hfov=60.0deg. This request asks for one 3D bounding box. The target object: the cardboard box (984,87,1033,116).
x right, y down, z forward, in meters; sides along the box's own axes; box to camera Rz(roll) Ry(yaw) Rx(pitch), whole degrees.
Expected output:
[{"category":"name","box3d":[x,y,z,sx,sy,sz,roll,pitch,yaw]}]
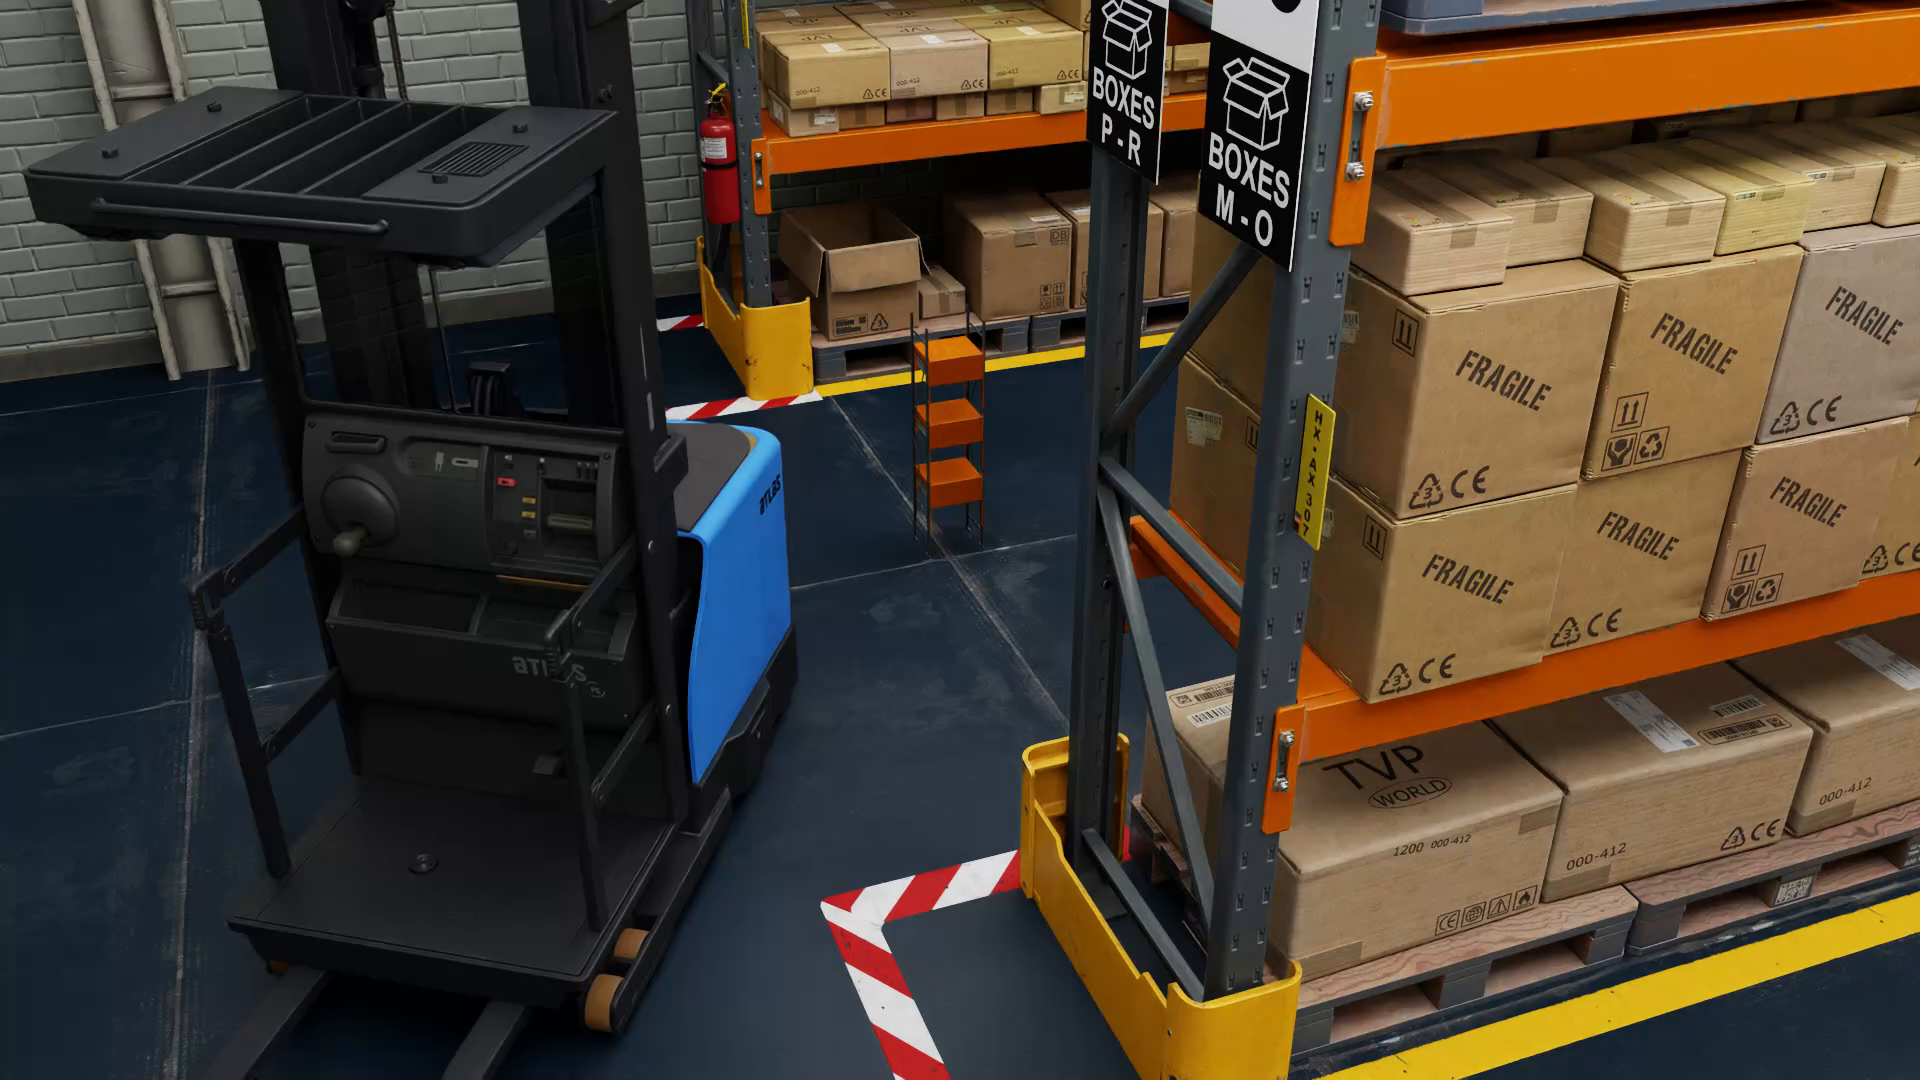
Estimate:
[{"category":"cardboard box","box3d":[0.191,-2.302,8.514,0.250,0.149,0.380,-10,31,-17]}]

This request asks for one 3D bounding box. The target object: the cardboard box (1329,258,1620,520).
[{"category":"cardboard box","box3d":[1.109,-0.418,3.842,0.500,0.500,0.500,-11,32,-19]}]

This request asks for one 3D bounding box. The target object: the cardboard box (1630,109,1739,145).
[{"category":"cardboard box","box3d":[1.788,-1.079,4.347,0.250,0.149,0.380,-11,31,-18]}]

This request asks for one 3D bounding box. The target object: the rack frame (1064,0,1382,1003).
[{"category":"rack frame","box3d":[0.560,0.011,4.201,0.127,3.000,1.000,-10,31,-18]}]

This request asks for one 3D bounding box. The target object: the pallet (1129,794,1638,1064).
[{"category":"pallet","box3d":[1.282,1.048,5.197,1.213,0.211,1.003,-10,31,-18]}]

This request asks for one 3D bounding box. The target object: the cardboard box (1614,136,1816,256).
[{"category":"cardboard box","box3d":[1.734,-0.805,3.867,0.250,0.149,0.380,-11,32,-19]}]

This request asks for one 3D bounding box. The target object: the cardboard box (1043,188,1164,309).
[{"category":"cardboard box","box3d":[0.777,-1.624,9.171,0.500,0.500,0.500,-10,31,-17]}]

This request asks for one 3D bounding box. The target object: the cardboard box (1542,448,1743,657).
[{"category":"cardboard box","box3d":[1.574,-0.082,4.264,0.500,0.500,0.500,-11,31,-18]}]

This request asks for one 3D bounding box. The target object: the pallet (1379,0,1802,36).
[{"category":"pallet","box3d":[1.251,-1.387,3.713,1.213,0.211,1.003,-10,31,-18]}]

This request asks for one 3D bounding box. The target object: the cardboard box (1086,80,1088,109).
[{"category":"cardboard box","box3d":[0.693,-2.366,8.626,0.250,0.149,0.380,-10,31,-16]}]

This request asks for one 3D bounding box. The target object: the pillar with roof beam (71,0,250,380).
[{"category":"pillar with roof beam","box3d":[-2.515,-2.853,3.168,0.400,9.000,9.100,-10,31,-18]}]

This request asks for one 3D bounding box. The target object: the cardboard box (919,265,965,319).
[{"category":"cardboard box","box3d":[-0.157,-1.352,9.049,0.250,0.149,0.380,-12,32,-20]}]

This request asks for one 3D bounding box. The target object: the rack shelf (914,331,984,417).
[{"category":"rack shelf","box3d":[-0.050,-0.684,6.839,0.240,0.259,0.215,-10,31,-18]}]

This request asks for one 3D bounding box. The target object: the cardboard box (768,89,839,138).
[{"category":"cardboard box","box3d":[-0.771,-2.112,8.180,0.250,0.149,0.380,-11,31,-18]}]

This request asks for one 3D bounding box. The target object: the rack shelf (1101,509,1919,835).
[{"category":"rack shelf","box3d":[2.434,-0.022,4.985,4.000,0.370,1.077,-10,31,-18]}]

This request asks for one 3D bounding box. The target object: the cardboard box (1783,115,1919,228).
[{"category":"cardboard box","box3d":[2.210,-0.899,4.031,0.250,0.149,0.380,-10,31,-17]}]

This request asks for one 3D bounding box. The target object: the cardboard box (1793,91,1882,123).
[{"category":"cardboard box","box3d":[2.255,-1.186,4.535,0.250,0.149,0.380,-9,31,-16]}]

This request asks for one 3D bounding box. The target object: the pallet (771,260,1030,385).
[{"category":"pallet","box3d":[-0.357,-1.231,9.197,1.213,0.211,1.003,-10,31,-18]}]

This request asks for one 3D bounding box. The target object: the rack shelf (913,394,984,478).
[{"category":"rack shelf","box3d":[-0.050,-0.438,6.979,0.240,0.259,0.215,-10,31,-18]}]

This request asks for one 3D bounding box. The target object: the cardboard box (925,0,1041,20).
[{"category":"cardboard box","box3d":[0.113,-2.730,8.862,0.500,0.250,0.500,-9,31,-16]}]

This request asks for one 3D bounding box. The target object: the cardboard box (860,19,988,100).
[{"category":"cardboard box","box3d":[-0.183,-2.396,8.276,0.500,0.250,0.500,-10,31,-17]}]

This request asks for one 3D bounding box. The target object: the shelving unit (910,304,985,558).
[{"category":"shelving unit","box3d":[-0.050,-0.447,6.974,0.252,1.050,0.215,-10,31,-18]}]

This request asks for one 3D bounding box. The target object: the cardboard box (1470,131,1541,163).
[{"category":"cardboard box","box3d":[1.268,-1.042,4.283,0.250,0.149,0.380,-11,31,-18]}]

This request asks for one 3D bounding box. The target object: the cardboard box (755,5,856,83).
[{"category":"cardboard box","box3d":[-0.836,-2.558,8.561,0.500,0.250,0.500,-10,31,-16]}]

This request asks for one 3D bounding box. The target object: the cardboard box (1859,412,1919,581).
[{"category":"cardboard box","box3d":[2.521,-0.256,4.568,0.500,0.500,0.500,-9,31,-16]}]

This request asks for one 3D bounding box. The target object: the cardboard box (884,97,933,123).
[{"category":"cardboard box","box3d":[-0.315,-2.239,8.403,0.250,0.149,0.380,-11,31,-18]}]

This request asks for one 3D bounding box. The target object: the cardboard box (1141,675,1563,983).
[{"category":"cardboard box","box3d":[1.143,0.781,5.012,0.875,0.438,0.875,-12,32,-19]}]

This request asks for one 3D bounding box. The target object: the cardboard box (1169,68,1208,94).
[{"category":"cardboard box","box3d":[1.126,-2.507,8.874,0.250,0.149,0.380,-10,31,-17]}]

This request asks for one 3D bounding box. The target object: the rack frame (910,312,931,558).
[{"category":"rack frame","box3d":[-0.164,-0.426,6.937,0.008,1.050,0.200,-10,31,-18]}]

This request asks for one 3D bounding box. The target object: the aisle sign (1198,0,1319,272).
[{"category":"aisle sign","box3d":[0.593,-0.972,3.299,0.004,0.787,0.394,-10,31,-18]}]

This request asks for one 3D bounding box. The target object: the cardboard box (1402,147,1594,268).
[{"category":"cardboard box","box3d":[1.210,-0.760,3.787,0.250,0.149,0.380,-10,31,-16]}]

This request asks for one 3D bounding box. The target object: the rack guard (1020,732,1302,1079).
[{"category":"rack guard","box3d":[0.537,1.101,4.812,0.348,0.500,1.175,-10,31,-18]}]

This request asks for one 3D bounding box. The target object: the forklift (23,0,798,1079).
[{"category":"forklift","box3d":[-1.430,-0.068,4.408,1.130,2.935,3.031,6,30,11]}]

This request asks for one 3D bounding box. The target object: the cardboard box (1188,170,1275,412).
[{"category":"cardboard box","box3d":[0.928,-0.661,4.268,0.500,0.500,0.500,-9,31,-16]}]

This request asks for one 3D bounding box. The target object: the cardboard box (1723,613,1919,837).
[{"category":"cardboard box","box3d":[2.844,0.465,5.568,0.875,0.438,0.875,-11,32,-19]}]

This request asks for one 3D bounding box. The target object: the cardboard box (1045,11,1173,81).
[{"category":"cardboard box","box3d":[0.763,-2.583,8.605,0.500,0.250,0.500,-11,32,-19]}]

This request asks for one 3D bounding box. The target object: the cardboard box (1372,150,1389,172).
[{"category":"cardboard box","box3d":[0.826,-0.904,4.040,0.250,0.149,0.380,-10,31,-17]}]

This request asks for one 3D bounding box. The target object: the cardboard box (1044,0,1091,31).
[{"category":"cardboard box","box3d":[0.750,-2.894,8.392,0.500,0.500,0.500,-10,31,-16]}]

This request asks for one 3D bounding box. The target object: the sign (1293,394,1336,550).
[{"category":"sign","box3d":[0.747,-0.141,3.513,0.005,0.325,0.100,-10,31,-18]}]

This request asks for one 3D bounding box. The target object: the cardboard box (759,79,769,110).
[{"category":"cardboard box","box3d":[-0.958,-2.364,8.623,0.250,0.149,0.380,-11,31,-18]}]

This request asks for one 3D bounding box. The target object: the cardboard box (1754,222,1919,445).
[{"category":"cardboard box","box3d":[2.070,-0.603,4.166,0.500,0.500,0.500,-11,31,-18]}]
